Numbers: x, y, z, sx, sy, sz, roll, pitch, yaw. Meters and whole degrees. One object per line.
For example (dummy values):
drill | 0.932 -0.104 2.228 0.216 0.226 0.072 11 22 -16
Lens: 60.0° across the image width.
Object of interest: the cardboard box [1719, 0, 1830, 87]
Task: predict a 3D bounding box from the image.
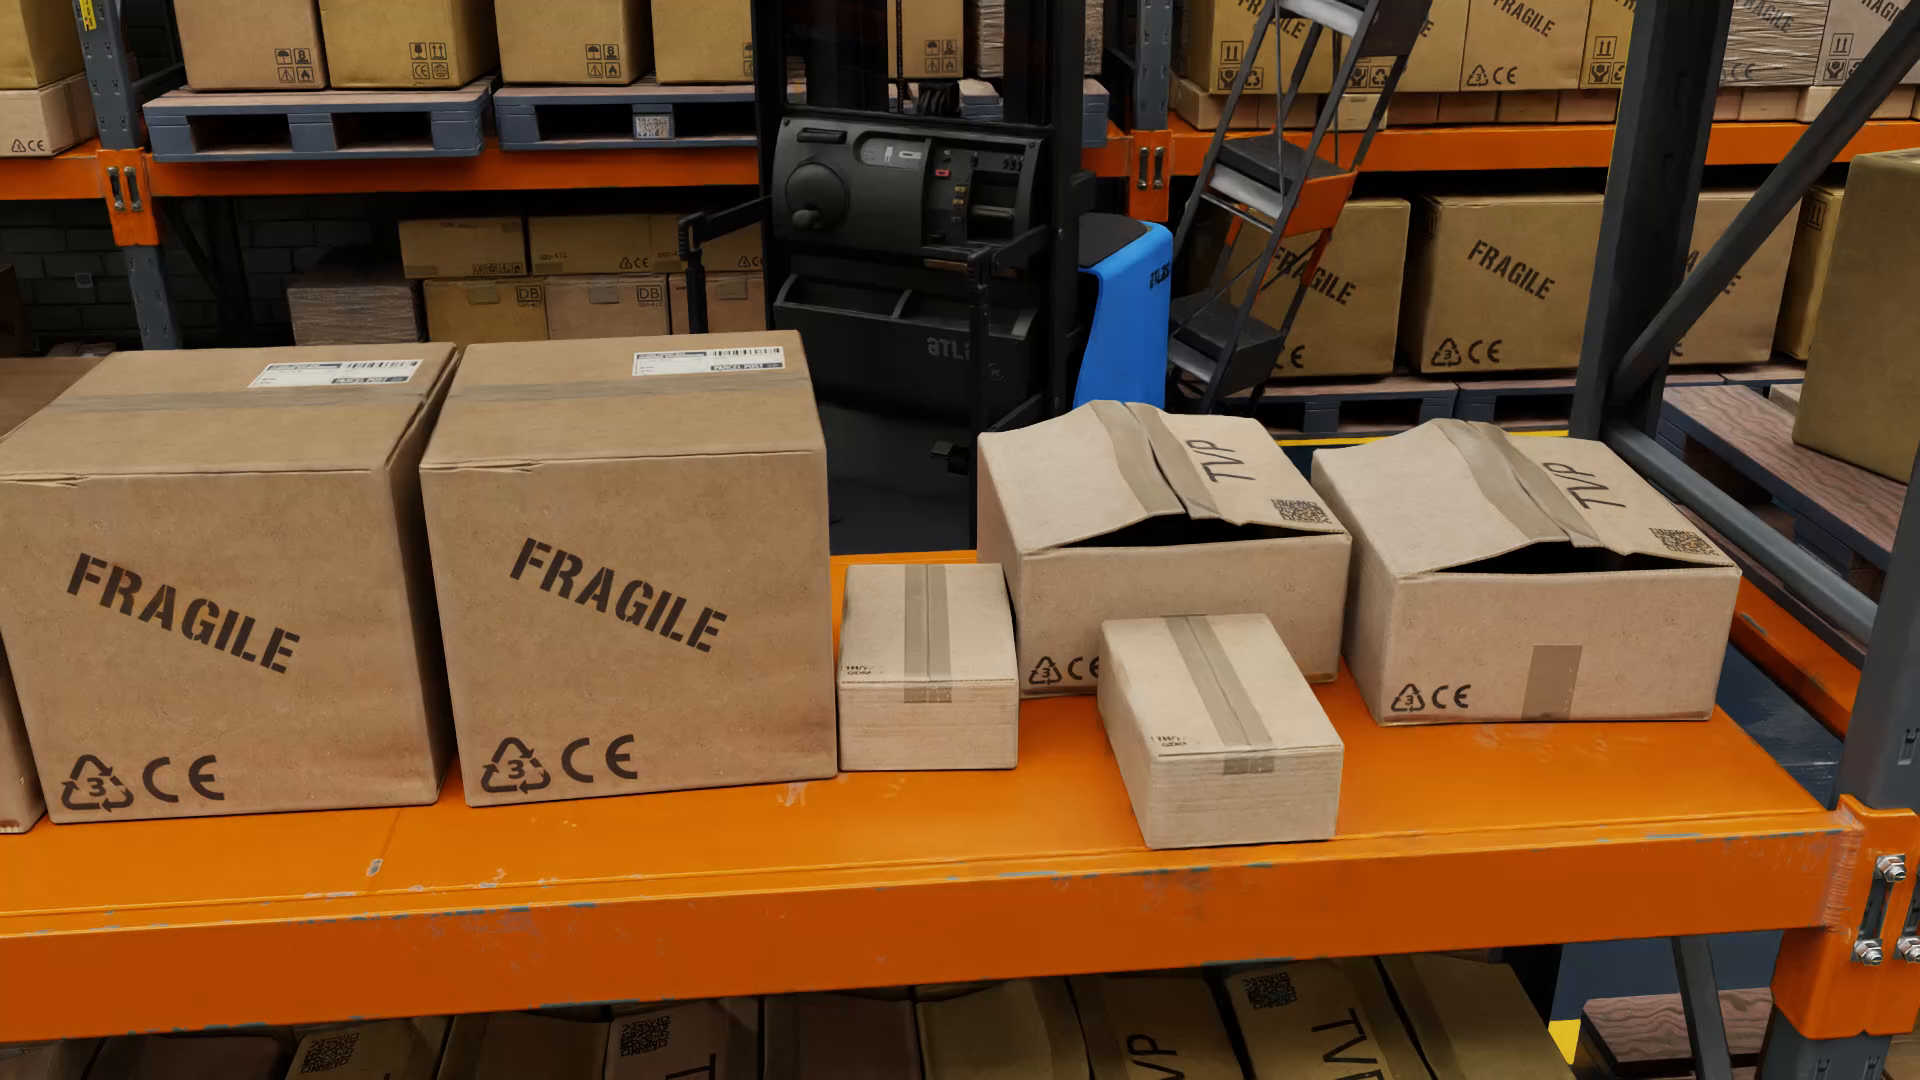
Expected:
cardboard box | 3.262 -2.200 6.992 0.500 0.500 0.500 -2 24 -5

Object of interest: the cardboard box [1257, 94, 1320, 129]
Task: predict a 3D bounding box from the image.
cardboard box | 1.326 -1.831 6.961 0.250 0.149 0.380 -2 24 -4

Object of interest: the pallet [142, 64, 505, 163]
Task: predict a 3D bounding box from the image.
pallet | -2.482 -1.735 6.697 1.213 0.211 1.003 -2 24 -5

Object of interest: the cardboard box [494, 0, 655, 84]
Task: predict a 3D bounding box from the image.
cardboard box | -1.538 -2.163 6.758 0.500 0.500 0.700 1 24 2

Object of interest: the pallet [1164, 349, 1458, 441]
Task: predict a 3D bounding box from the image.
pallet | 1.516 -0.738 7.649 1.213 0.211 1.003 -2 24 -5

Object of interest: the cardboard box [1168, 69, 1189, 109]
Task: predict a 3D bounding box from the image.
cardboard box | 1.023 -2.022 7.390 0.250 0.149 0.380 -2 24 -4

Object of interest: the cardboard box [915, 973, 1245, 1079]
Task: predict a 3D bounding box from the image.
cardboard box | 0.201 0.944 2.612 0.500 0.311 0.500 -3 24 -6

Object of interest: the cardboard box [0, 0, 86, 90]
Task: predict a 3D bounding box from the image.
cardboard box | -3.697 -1.990 6.272 0.500 0.500 0.500 -2 24 -5

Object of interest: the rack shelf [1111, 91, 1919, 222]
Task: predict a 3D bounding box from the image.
rack shelf | 2.714 -1.762 7.407 4.000 0.370 1.077 -2 24 -5

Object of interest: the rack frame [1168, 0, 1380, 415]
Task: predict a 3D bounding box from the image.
rack frame | 1.044 -1.234 6.276 0.400 2.100 0.015 34 32 25

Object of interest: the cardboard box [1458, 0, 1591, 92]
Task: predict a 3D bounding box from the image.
cardboard box | 2.248 -2.154 6.889 0.500 0.500 0.500 -2 24 -5

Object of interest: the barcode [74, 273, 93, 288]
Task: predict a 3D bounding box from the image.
barcode | -3.818 -1.132 7.245 0.075 0.075 0.001 -2 24 -5

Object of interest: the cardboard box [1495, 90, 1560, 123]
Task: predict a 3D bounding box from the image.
cardboard box | 2.352 -1.887 7.088 0.250 0.149 0.380 -2 24 -4

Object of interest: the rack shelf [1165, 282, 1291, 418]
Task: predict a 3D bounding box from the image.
rack shelf | 0.980 -0.702 6.806 0.431 0.518 0.480 34 32 25

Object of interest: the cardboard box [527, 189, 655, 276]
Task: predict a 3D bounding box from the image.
cardboard box | -1.571 -1.330 7.162 0.500 0.250 0.500 -3 24 -7

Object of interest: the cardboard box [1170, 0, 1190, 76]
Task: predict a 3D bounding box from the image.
cardboard box | 1.168 -2.327 7.278 0.500 0.500 0.500 -2 24 -5

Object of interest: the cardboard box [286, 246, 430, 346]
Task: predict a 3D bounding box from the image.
cardboard box | -2.526 -0.946 7.221 0.500 0.500 0.700 -1 24 -3

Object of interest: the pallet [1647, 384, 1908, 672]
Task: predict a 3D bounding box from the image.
pallet | 1.882 0.024 2.740 1.003 0.211 1.213 -2 24 -5

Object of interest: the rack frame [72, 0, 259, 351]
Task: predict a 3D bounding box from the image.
rack frame | -3.257 -1.851 6.722 0.127 3.000 1.000 -2 24 -5

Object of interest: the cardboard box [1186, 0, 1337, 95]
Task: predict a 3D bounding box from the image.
cardboard box | 1.232 -2.117 6.807 0.500 0.500 0.500 -2 24 -4

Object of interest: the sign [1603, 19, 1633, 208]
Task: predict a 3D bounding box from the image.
sign | 1.152 -0.721 2.850 0.005 0.325 0.100 -2 24 -5

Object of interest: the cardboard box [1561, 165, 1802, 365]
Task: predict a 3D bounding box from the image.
cardboard box | 3.186 -1.265 7.532 0.750 0.750 0.750 -2 24 -4

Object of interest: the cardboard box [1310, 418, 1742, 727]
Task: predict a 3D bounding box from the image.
cardboard box | 0.848 0.029 2.602 0.500 0.311 0.500 -1 24 -2

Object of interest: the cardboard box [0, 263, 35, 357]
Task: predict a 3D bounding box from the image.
cardboard box | -4.286 -0.852 7.010 0.500 0.500 0.500 -4 24 -9

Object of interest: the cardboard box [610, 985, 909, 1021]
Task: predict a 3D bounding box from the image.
cardboard box | -0.365 0.746 3.057 0.500 0.311 0.500 -3 24 -7

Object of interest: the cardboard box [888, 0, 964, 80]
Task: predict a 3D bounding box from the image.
cardboard box | -0.296 -2.201 6.845 0.500 0.500 0.700 -5 24 -10

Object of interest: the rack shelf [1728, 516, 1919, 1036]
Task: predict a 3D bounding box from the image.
rack shelf | 3.205 0.240 2.902 4.000 0.370 1.077 -2 24 -5

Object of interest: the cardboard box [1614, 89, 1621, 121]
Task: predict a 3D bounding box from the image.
cardboard box | 2.862 -1.898 7.112 0.250 0.149 0.380 -2 24 -3

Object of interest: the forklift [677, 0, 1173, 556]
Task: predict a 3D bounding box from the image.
forklift | -0.274 -1.110 5.138 1.130 2.935 3.031 11 26 23

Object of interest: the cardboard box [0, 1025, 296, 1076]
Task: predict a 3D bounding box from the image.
cardboard box | -1.377 0.785 2.969 0.500 0.311 0.500 -2 24 -5

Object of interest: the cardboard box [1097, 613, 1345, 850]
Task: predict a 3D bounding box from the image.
cardboard box | 0.347 0.254 2.295 0.250 0.149 0.380 -2 24 -5

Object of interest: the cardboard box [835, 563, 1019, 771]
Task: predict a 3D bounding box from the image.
cardboard box | -0.049 0.180 2.462 0.250 0.149 0.380 -1 24 -1

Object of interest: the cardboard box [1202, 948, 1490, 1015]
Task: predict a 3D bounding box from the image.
cardboard box | 0.664 0.702 3.156 0.500 0.311 0.500 -1 24 -3

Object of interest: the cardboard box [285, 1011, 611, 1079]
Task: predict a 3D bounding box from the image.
cardboard box | -0.801 0.982 2.526 0.500 0.311 0.500 -2 24 -4

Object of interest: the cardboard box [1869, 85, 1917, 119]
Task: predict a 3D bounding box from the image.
cardboard box | 3.885 -1.925 7.173 0.250 0.149 0.380 -2 24 -3

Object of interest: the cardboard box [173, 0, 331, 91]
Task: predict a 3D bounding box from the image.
cardboard box | -2.747 -2.104 6.627 0.500 0.500 0.700 -2 24 -5

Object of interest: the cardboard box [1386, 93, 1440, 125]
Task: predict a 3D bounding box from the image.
cardboard box | 1.837 -1.867 7.043 0.250 0.149 0.380 -3 24 -6

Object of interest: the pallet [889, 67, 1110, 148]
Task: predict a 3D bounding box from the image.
pallet | 0.025 -1.852 6.959 1.003 0.211 1.213 -2 24 -5

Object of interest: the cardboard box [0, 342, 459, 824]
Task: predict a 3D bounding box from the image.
cardboard box | -0.978 0.040 2.343 0.500 0.500 0.500 -2 24 -5

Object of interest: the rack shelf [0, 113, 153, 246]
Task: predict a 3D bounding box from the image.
rack shelf | -5.247 -1.443 6.688 4.000 0.370 1.077 -2 24 -5

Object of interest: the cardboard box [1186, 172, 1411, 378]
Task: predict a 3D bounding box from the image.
cardboard box | 1.469 -1.197 7.379 0.750 0.750 0.750 -3 24 -6

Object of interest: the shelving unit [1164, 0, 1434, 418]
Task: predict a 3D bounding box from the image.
shelving unit | 1.188 -1.293 6.464 0.431 2.100 0.503 34 32 25

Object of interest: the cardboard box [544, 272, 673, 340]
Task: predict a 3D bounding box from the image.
cardboard box | -1.505 -0.991 7.322 0.500 0.500 0.700 -2 24 -5

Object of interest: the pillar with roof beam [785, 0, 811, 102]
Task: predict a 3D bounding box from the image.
pillar with roof beam | -0.232 -3.310 2.617 0.400 9.000 9.100 -2 24 -5

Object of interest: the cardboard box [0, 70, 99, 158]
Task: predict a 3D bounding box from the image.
cardboard box | -3.698 -1.650 6.430 0.500 0.250 0.500 -2 24 -5

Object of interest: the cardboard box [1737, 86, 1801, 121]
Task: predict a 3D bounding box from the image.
cardboard box | 3.378 -1.908 7.134 0.250 0.149 0.380 -2 24 -5
